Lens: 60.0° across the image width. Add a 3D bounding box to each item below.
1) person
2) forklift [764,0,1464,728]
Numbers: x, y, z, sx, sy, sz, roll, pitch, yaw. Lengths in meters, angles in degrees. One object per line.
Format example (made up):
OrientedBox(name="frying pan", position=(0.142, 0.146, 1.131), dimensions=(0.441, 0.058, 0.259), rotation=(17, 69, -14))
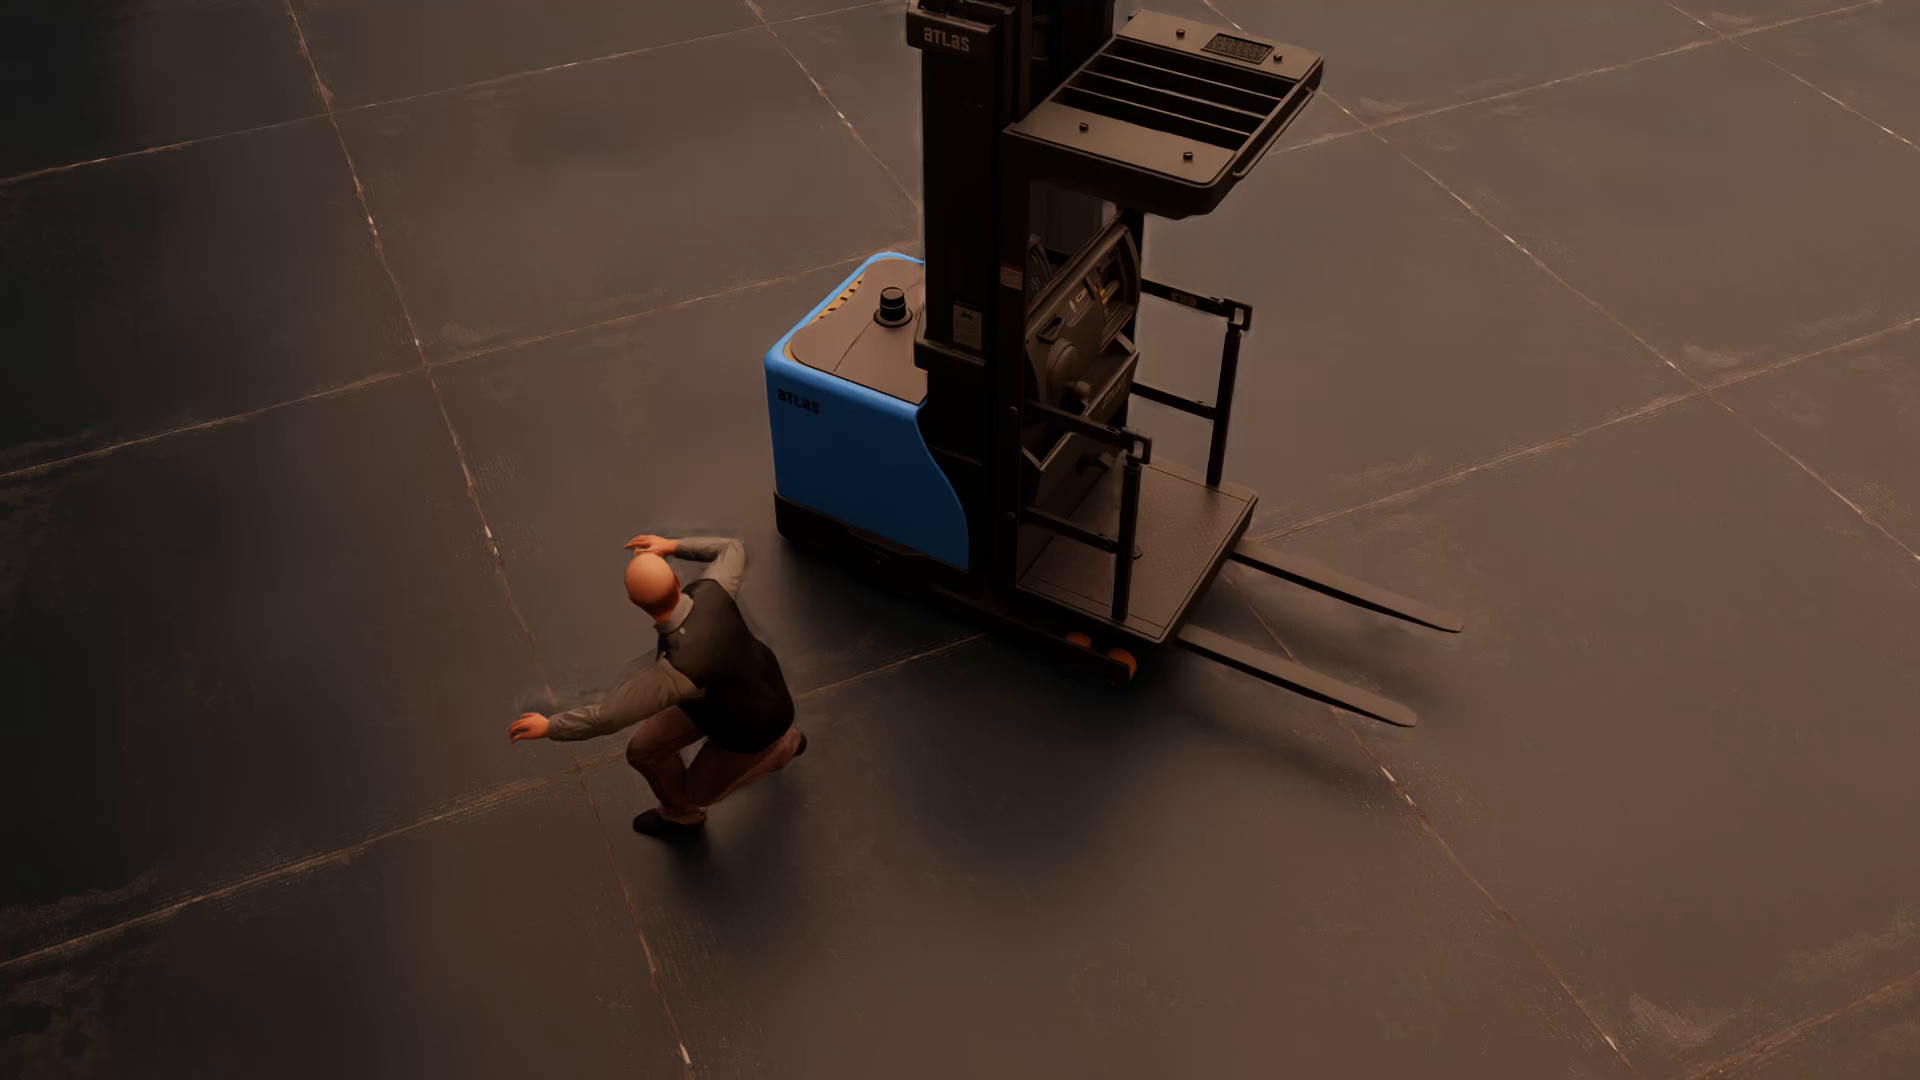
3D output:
OrientedBox(name="person", position=(-1.124, 0.553, 6.181), dimensions=(1.083, 1.467, 0.807), rotation=(-10, 44, -11))
OrientedBox(name="forklift", position=(0.678, -0.863, 6.605), dimensions=(3.031, 2.935, 1.130), rotation=(21, 47, 21))
